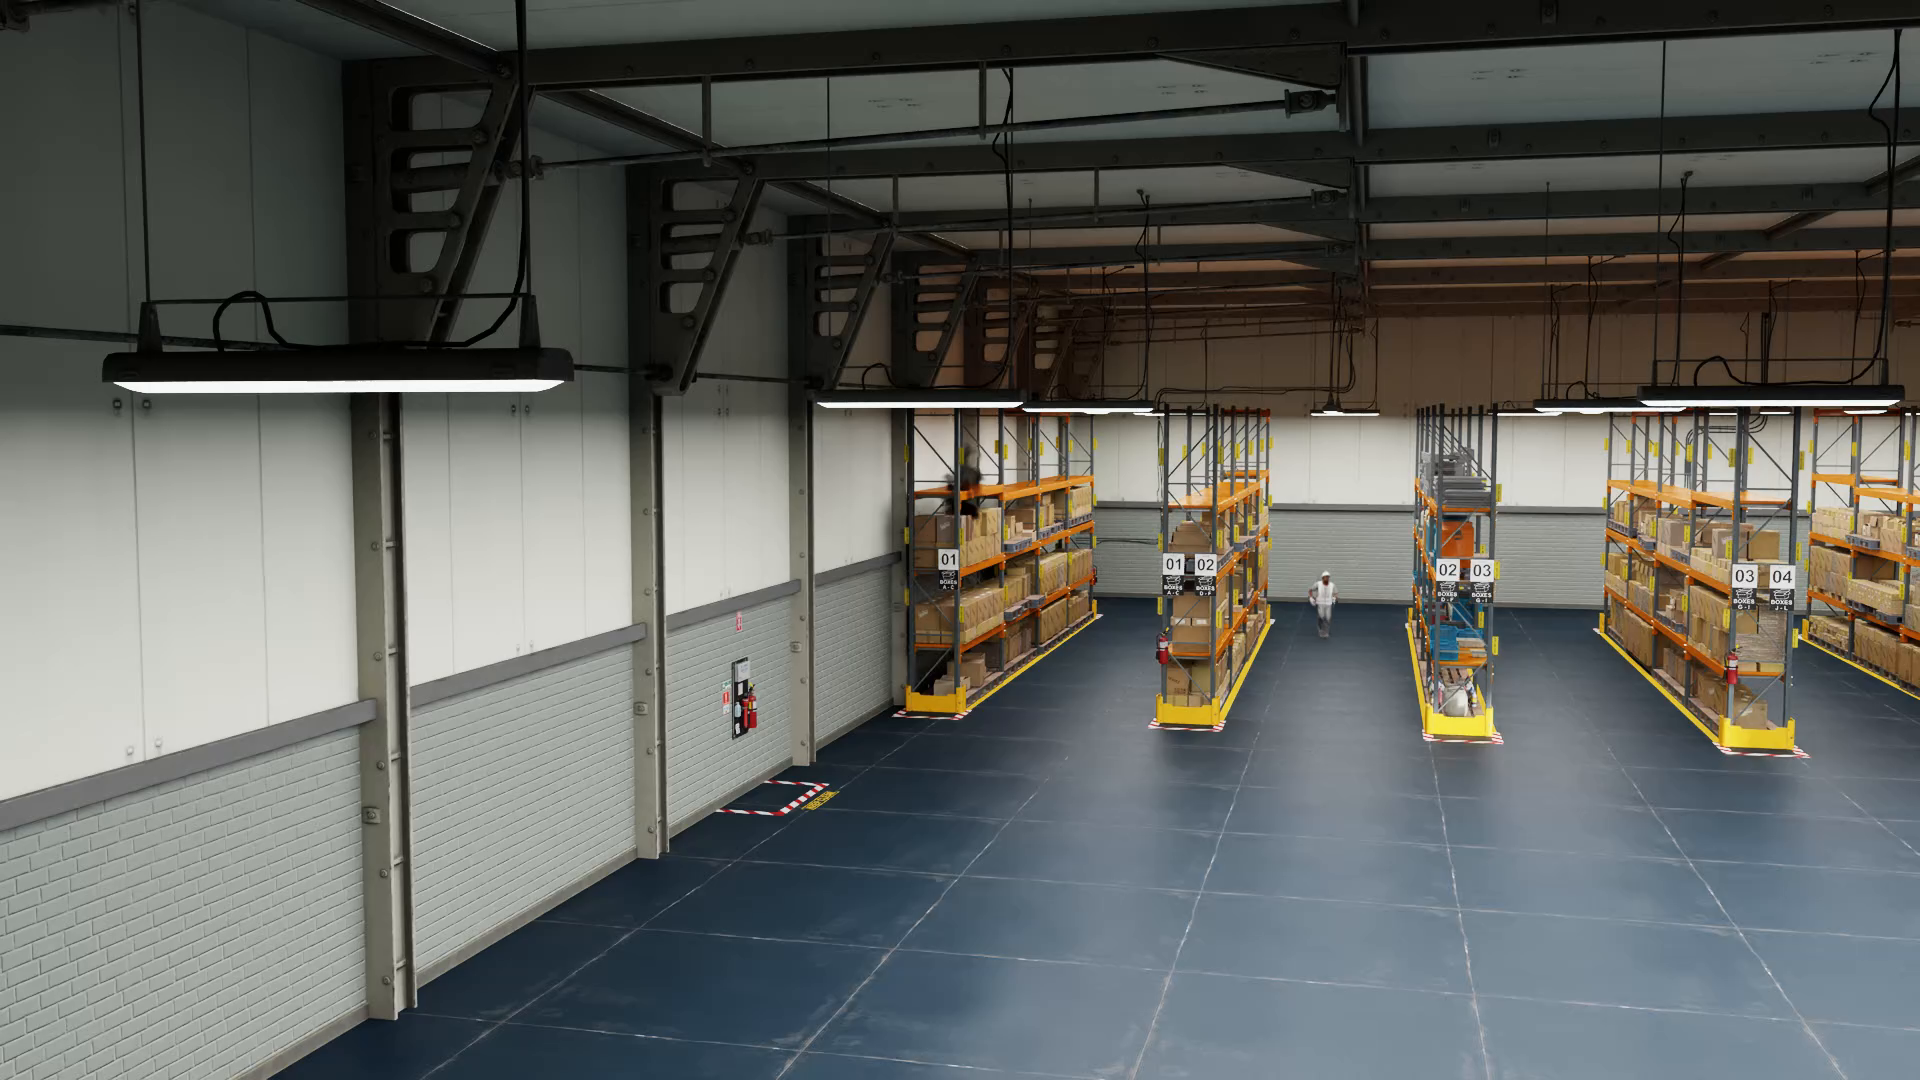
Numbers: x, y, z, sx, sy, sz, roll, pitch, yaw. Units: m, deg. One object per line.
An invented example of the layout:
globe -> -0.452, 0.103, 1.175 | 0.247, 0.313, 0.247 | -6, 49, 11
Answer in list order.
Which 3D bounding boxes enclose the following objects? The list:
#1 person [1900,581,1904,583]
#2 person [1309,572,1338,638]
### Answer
person -> 24.586, 1.696, 43.755 | 0.689, 1.765, 0.642 | 1, 4, 10
person -> 9.510, 1.695, 43.368 | 0.721, 1.740, 0.663 | 0, 4, 0
